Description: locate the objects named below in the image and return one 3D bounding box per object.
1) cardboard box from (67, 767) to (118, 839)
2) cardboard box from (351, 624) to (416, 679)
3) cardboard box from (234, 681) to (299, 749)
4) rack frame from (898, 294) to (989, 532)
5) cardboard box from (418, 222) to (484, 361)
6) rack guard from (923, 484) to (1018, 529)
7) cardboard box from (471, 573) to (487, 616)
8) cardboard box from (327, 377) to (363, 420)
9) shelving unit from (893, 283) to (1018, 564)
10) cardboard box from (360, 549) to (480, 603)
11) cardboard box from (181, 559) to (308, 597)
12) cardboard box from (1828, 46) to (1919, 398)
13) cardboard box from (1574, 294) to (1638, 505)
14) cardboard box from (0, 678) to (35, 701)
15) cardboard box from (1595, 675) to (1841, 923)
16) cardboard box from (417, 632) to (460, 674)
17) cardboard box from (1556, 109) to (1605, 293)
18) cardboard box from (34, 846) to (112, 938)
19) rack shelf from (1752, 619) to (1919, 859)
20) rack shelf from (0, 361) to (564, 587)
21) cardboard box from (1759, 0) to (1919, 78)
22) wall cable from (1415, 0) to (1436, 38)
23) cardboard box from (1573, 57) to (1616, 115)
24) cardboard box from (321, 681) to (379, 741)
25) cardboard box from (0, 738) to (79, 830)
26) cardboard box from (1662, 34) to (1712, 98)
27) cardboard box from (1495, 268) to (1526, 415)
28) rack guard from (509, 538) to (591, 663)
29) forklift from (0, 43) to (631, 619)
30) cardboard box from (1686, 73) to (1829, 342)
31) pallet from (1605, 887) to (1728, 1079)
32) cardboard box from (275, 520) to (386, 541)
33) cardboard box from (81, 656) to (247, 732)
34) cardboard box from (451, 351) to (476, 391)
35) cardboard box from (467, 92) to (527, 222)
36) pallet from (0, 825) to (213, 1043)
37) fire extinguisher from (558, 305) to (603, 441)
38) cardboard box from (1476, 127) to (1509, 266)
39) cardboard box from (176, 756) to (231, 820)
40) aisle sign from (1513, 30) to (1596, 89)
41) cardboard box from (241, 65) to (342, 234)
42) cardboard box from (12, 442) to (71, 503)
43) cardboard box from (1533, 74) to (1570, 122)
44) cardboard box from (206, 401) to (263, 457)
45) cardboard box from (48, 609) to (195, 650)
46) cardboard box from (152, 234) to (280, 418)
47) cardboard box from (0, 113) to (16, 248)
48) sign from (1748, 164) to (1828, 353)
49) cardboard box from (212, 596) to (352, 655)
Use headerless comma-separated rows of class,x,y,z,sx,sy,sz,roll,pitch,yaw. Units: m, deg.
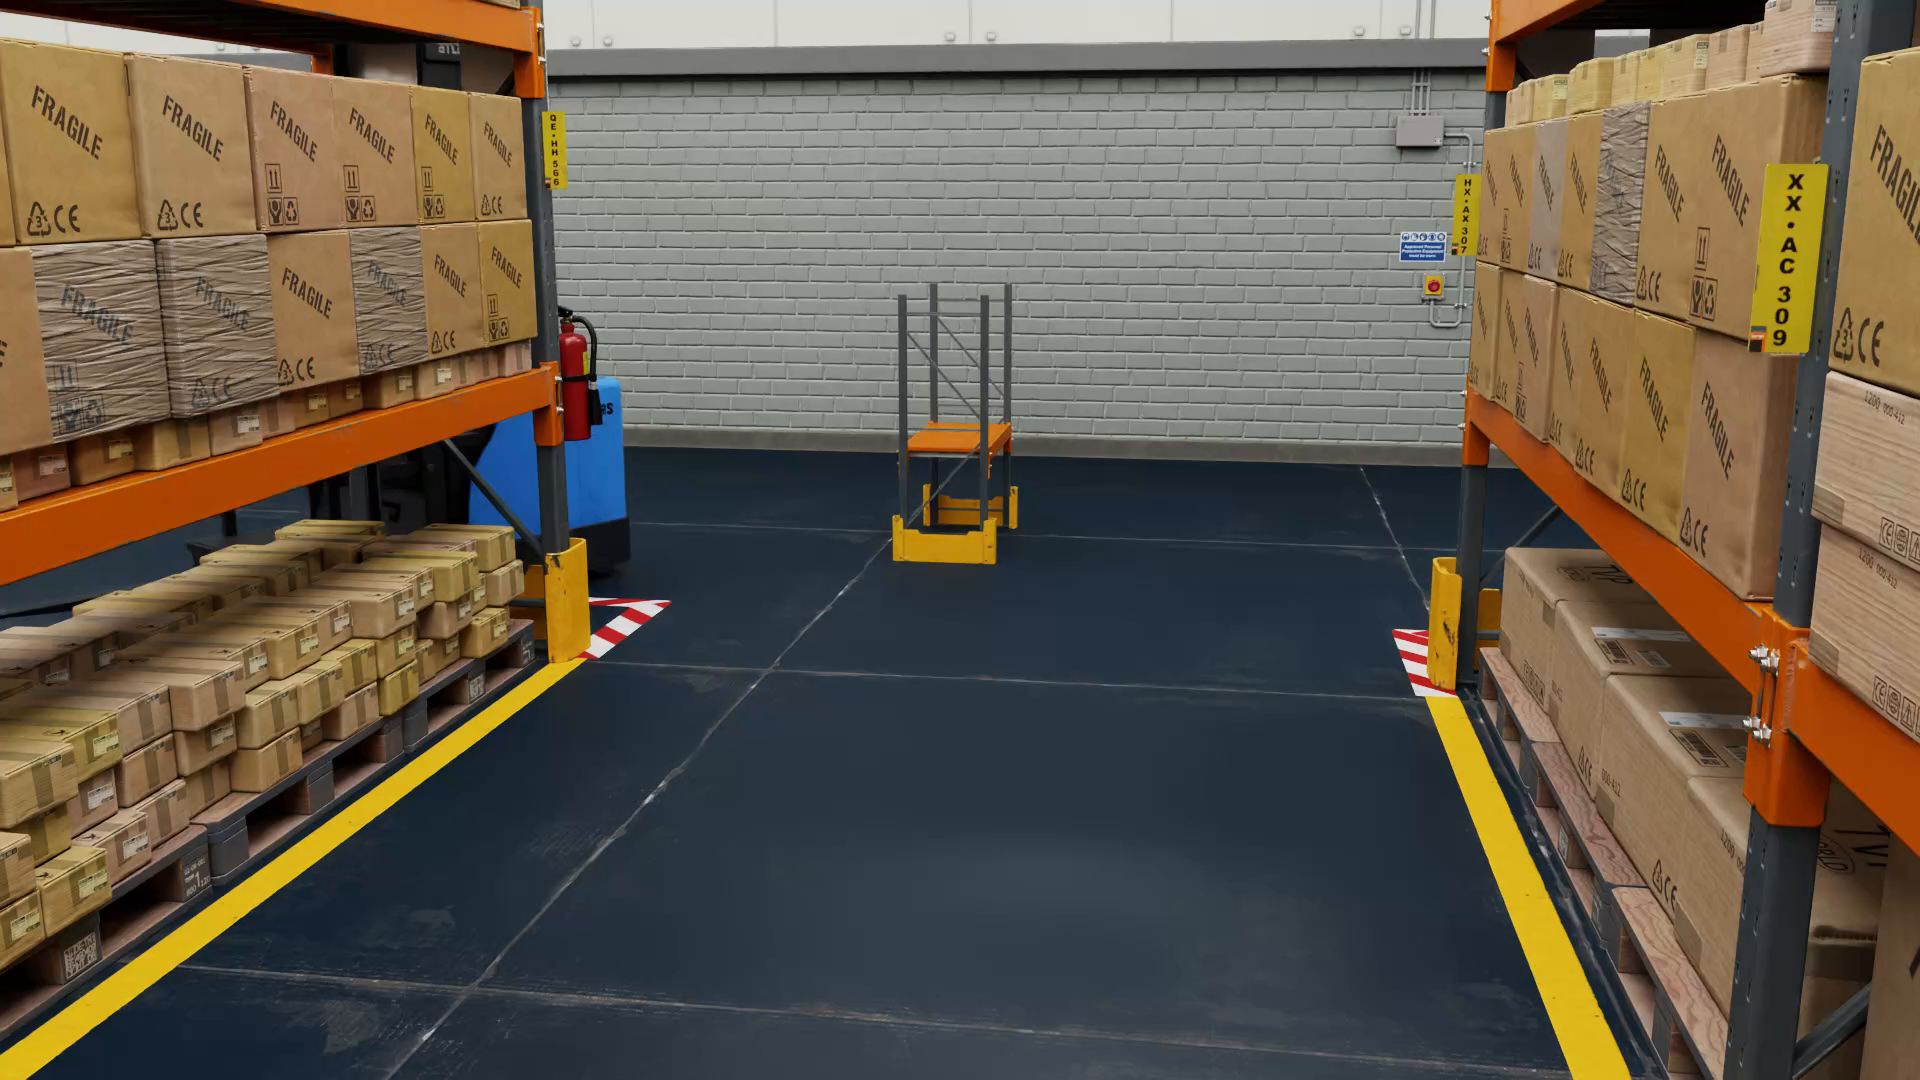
cardboard box,-2.585,0.719,4.601,0.380,0.149,0.250,2,12,8
cardboard box,-2.238,0.395,6.107,0.380,0.149,0.250,2,12,9
cardboard box,-2.374,0.556,5.357,0.380,0.149,0.250,2,12,8
rack frame,-0.091,-0.610,9.262,0.500,1.500,0.032,2,12,9
cardboard box,-2.193,-0.969,6.428,0.500,0.500,0.500,2,12,8
rack guard,0.065,-0.210,10.374,0.587,0.250,0.087,2,12,9
cardboard box,-2.187,0.231,6.867,0.380,0.149,0.250,2,12,7
cardboard box,-2.350,-0.519,5.877,0.380,0.149,0.250,1,12,6
shelving unit,-0.012,-0.717,9.762,0.587,1.500,1.083,2,12,9
cardboard box,-2.135,0.140,6.580,0.380,0.149,0.250,2,12,7
cardboard box,-2.756,0.176,6.417,0.380,0.149,0.250,1,12,6
cardboard box,1.646,-0.467,2.431,0.500,0.500,0.500,2,12,9
cardboard box,1.953,-0.378,4.390,0.500,0.500,0.500,2,12,8
cardboard box,-2.964,0.506,4.885,0.380,0.149,0.250,2,12,11
cardboard box,2.337,0.722,4.610,0.875,0.438,0.875,2,12,7
cardboard box,-2.234,0.430,6.649,0.380,0.149,0.250,2,12,8
cardboard box,2.037,-0.972,4.775,0.500,0.500,0.500,2,12,9
cardboard box,-2.495,0.916,4.392,0.380,0.149,0.250,2,12,10
rack shelf,1.690,0.756,1.073,1.077,0.370,4.000,2,12,9
rack shelf,-2.602,-0.216,5.583,1.077,0.370,4.000,2,12,9
cardboard box,1.730,-0.941,3.090,0.380,0.149,0.250,2,12,7
wall cable,3.209,-4.970,11.697,0.463,3.000,0.029,2,12,9
cardboard box,2.004,-1.313,4.815,0.380,0.149,0.250,2,12,7
cardboard box,-2.299,0.593,5.892,0.380,0.149,0.250,2,12,10
cardboard box,-2.551,0.626,4.327,0.380,0.149,0.250,3,12,11
cardboard box,1.950,-1.151,4.062,0.380,0.149,0.250,2,12,8
cardboard box,2.205,-0.697,5.869,0.500,0.500,0.500,2,12,8
rack guard,-2.306,0.254,7.629,1.175,0.500,0.348,2,12,9
forklift,-3.130,-1.081,8.052,1.130,2.935,3.031,10,15,38
cardboard box,1.797,-0.657,3.310,0.500,0.500,0.500,2,12,8
pallet,2.192,1.195,3.945,1.003,0.211,1.213,2,12,9
cardboard box,-2.710,0.012,7.177,0.380,0.149,0.250,1,12,6
cardboard box,-2.423,0.466,5.068,0.380,0.149,0.250,2,12,10
cardboard box,-2.164,-0.681,6.629,0.380,0.149,0.250,2,12,8
cardboard box,-2.119,-1.564,6.812,0.500,0.500,0.500,2,12,7
pallet,-2.841,1.071,4.523,1.003,0.211,1.213,2,12,9
fire extinguisher,-1.799,-0.801,7.660,0.296,0.674,0.183,2,12,9
cardboard box,2.257,-1.292,6.256,0.500,0.500,0.500,2,12,7
cardboard box,-2.512,0.751,5.158,0.380,0.149,0.250,1,12,6
aisle sign,2.337,-2.140,6.632,0.394,0.787,0.004,2,12,9
cardboard box,-2.346,-1.239,5.308,0.500,0.500,0.500,1,12,7
cardboard box,-2.587,-0.190,4.352,0.380,0.149,0.250,1,12,6
cardboard box,2.138,-1.472,5.552,0.380,0.149,0.250,1,12,7
cardboard box,-2.388,-0.353,5.106,0.380,0.149,0.250,2,12,11
cardboard box,-2.837,0.342,5.646,0.380,0.149,0.250,2,12,9
cardboard box,-2.402,-0.647,4.934,0.500,0.500,0.500,2,12,7
cardboard box,-2.599,-0.920,3.827,0.500,0.500,0.500,2,12,10
sign,1.449,-0.491,2.911,0.100,0.325,0.005,2,12,9
cardboard box,-2.374,0.301,5.833,0.380,0.149,0.250,1,12,7
